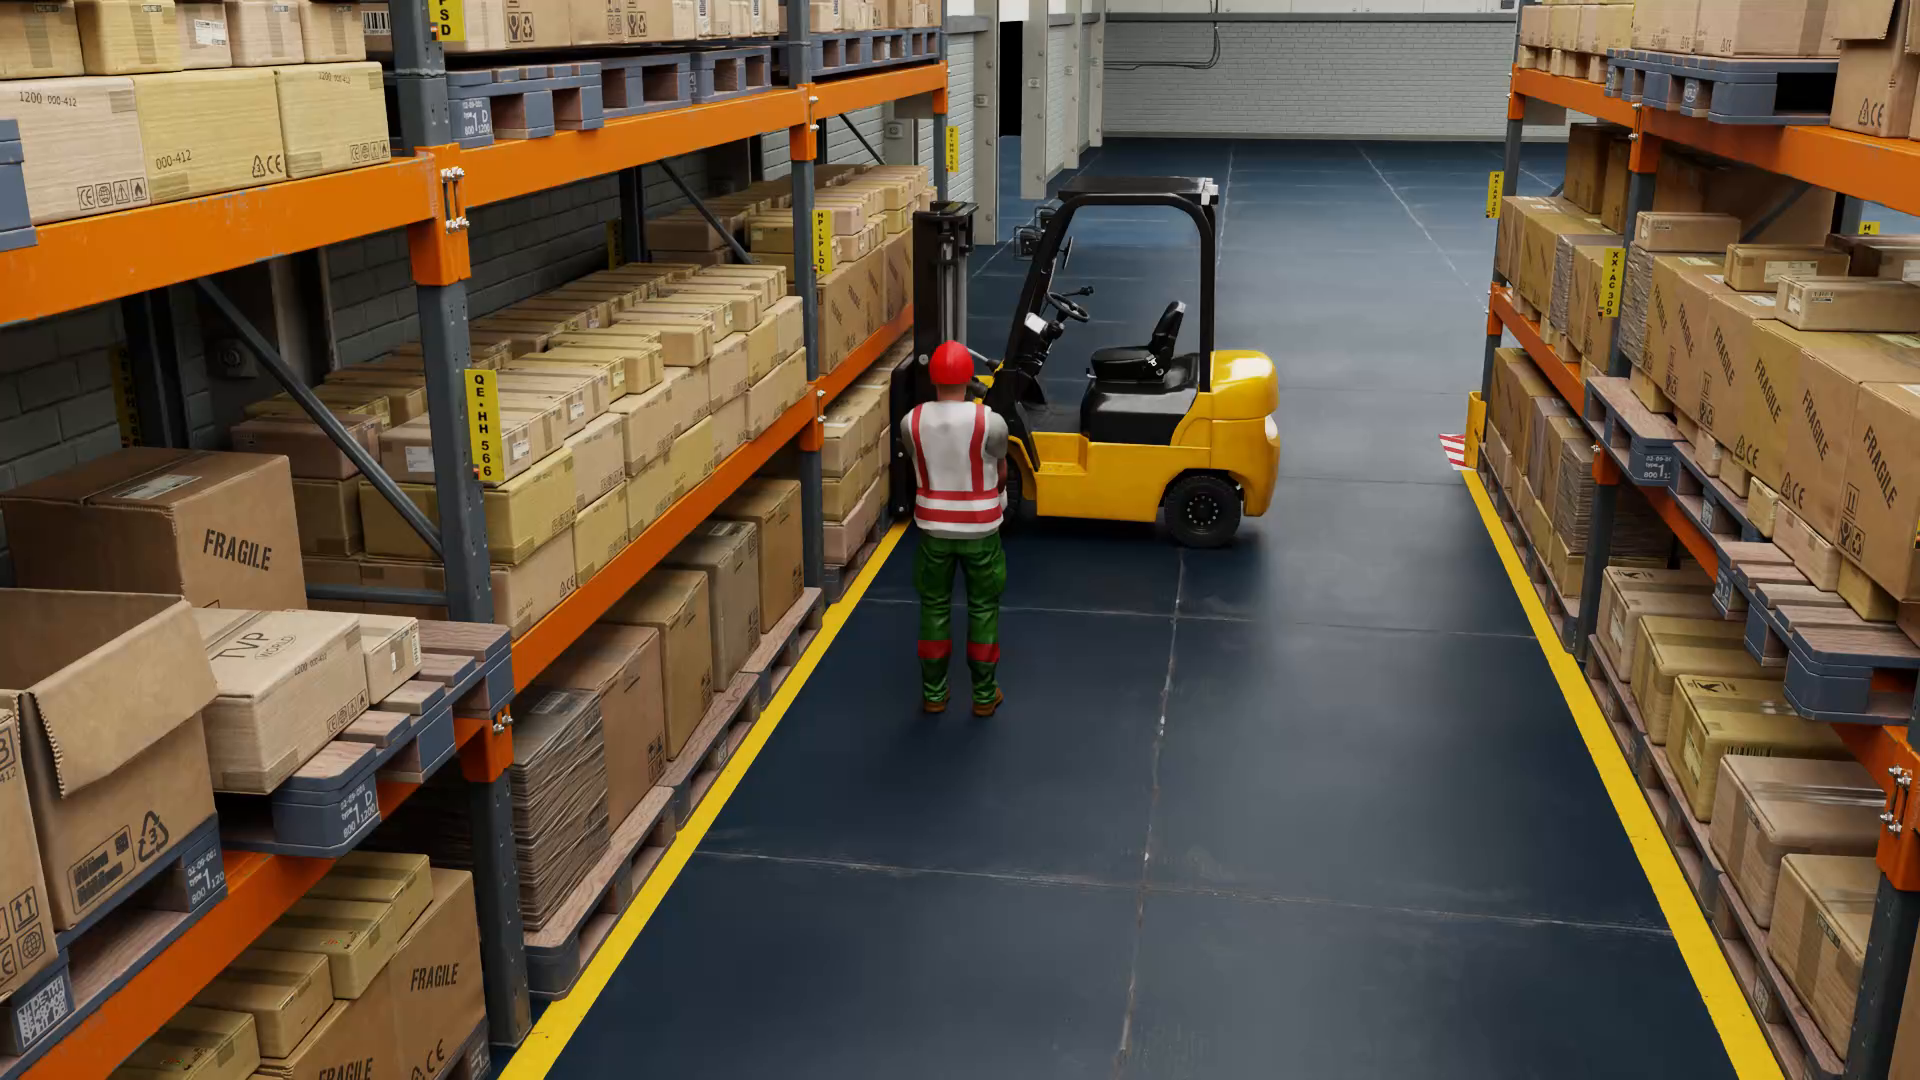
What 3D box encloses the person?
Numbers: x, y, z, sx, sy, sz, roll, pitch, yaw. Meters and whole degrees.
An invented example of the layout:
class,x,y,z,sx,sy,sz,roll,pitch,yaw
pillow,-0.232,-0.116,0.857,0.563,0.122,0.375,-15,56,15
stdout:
class,x,y,z,sx,sy,sz,roll,pitch,yaw
person,-0.003,-0.079,7.771,0.494,1.782,0.561,3,18,10
